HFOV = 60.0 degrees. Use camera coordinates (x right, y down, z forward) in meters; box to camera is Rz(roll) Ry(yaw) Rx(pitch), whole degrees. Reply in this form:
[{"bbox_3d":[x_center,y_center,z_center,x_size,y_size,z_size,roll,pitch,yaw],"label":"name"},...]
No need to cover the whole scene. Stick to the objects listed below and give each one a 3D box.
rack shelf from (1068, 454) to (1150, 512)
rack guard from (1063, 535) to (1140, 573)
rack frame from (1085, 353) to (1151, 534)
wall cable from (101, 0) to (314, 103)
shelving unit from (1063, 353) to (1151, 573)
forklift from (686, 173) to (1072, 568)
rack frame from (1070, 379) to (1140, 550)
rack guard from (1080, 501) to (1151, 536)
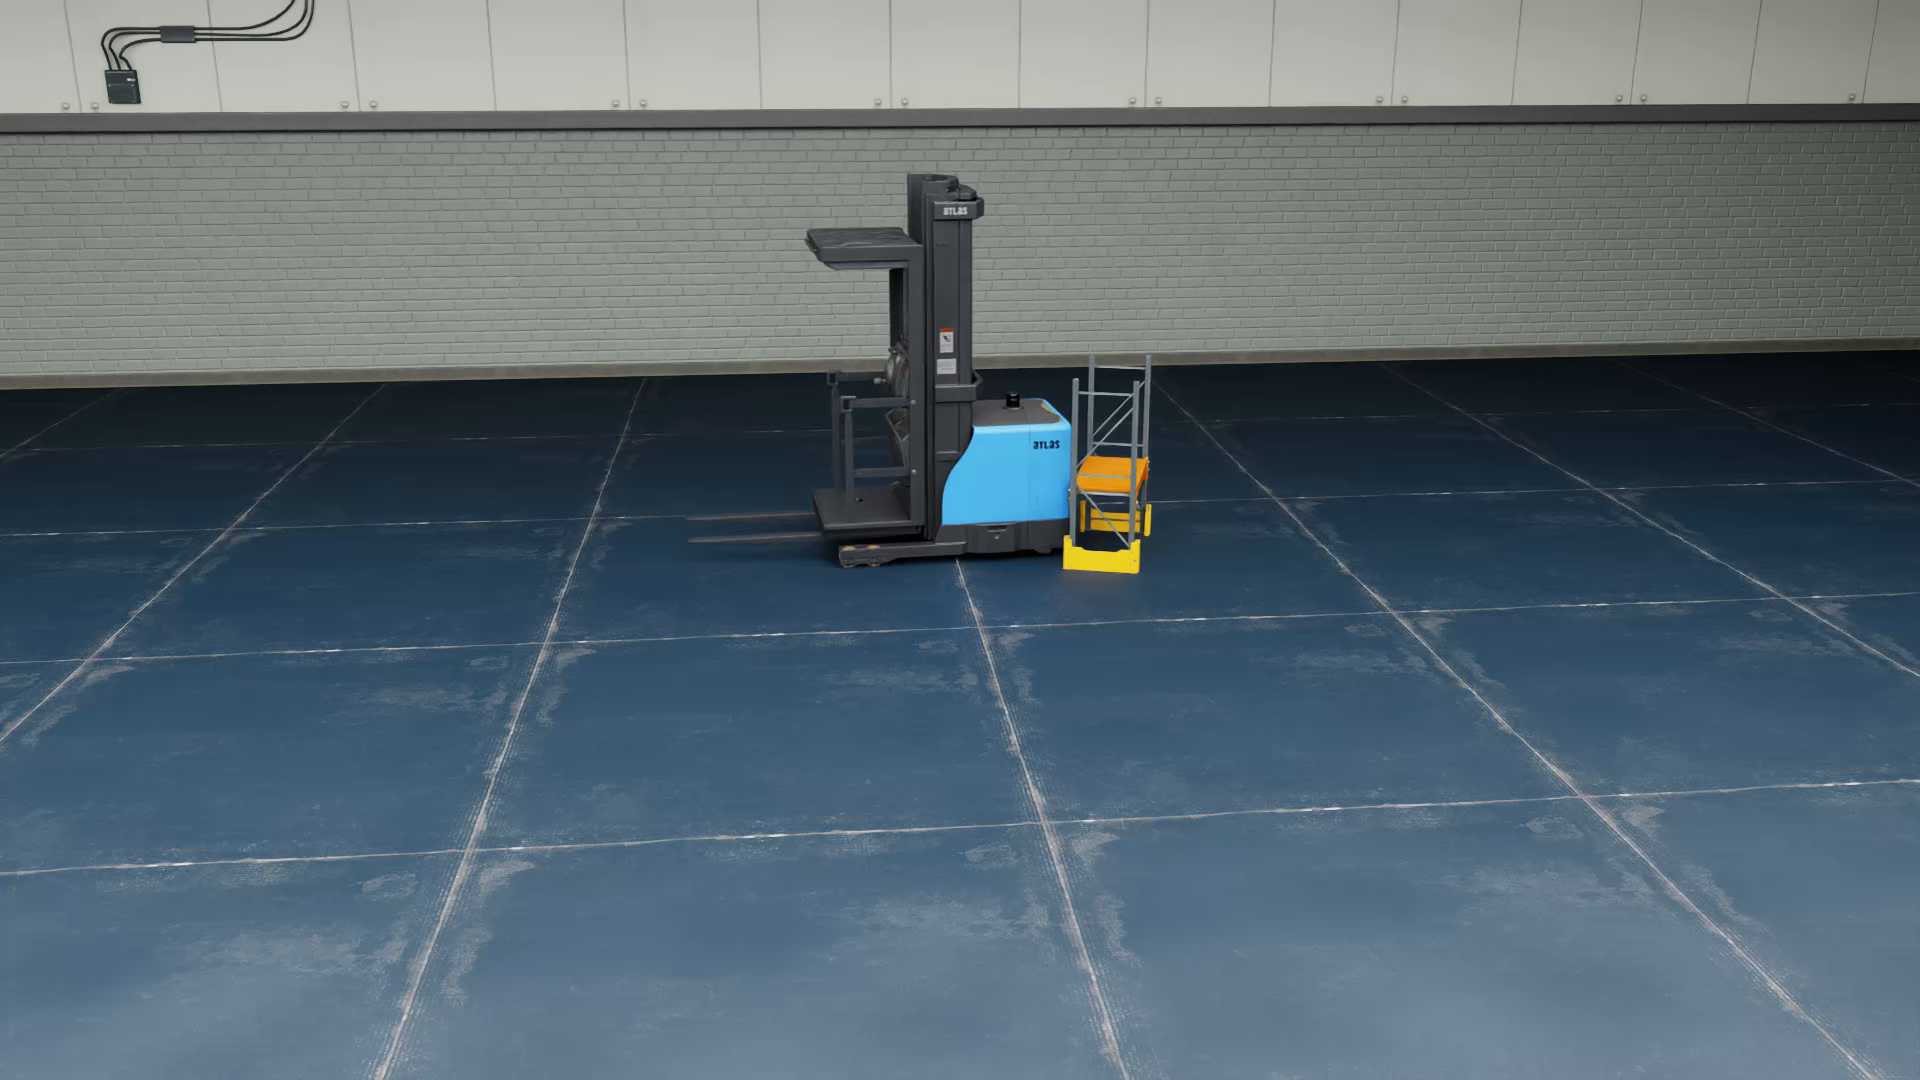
[{"bbox_3d":[1.197,-0.462,13.246,0.538,0.185,1.000,3,18,11],"label":"rack shelf"},{"bbox_3d":[1.099,0.111,12.905,0.587,0.250,0.087,3,18,11],"label":"rack guard"},{"bbox_3d":[1.296,-0.783,13.668,0.500,1.500,0.032,3,18,11],"label":"rack frame"},{"bbox_3d":[-8.248,-7.729,17.596,2.305,6.003,0.169,-2,18,-6],"label":"wall cable"},{"bbox_3d":[1.196,-0.631,13.184,0.587,1.500,1.083,3,18,11],"label":"shelving unit"},{"bbox_3d":[-0.675,-1.349,13.079,3.031,2.935,1.130,-3,18,-10],"label":"forklift"},{"bbox_3d":[1.099,-0.485,12.717,0.500,1.500,0.032,3,18,11],"label":"rack frame"},{"bbox_3d":[1.292,-0.181,13.837,0.587,0.250,0.087,3,18,11],"label":"rack guard"}]
